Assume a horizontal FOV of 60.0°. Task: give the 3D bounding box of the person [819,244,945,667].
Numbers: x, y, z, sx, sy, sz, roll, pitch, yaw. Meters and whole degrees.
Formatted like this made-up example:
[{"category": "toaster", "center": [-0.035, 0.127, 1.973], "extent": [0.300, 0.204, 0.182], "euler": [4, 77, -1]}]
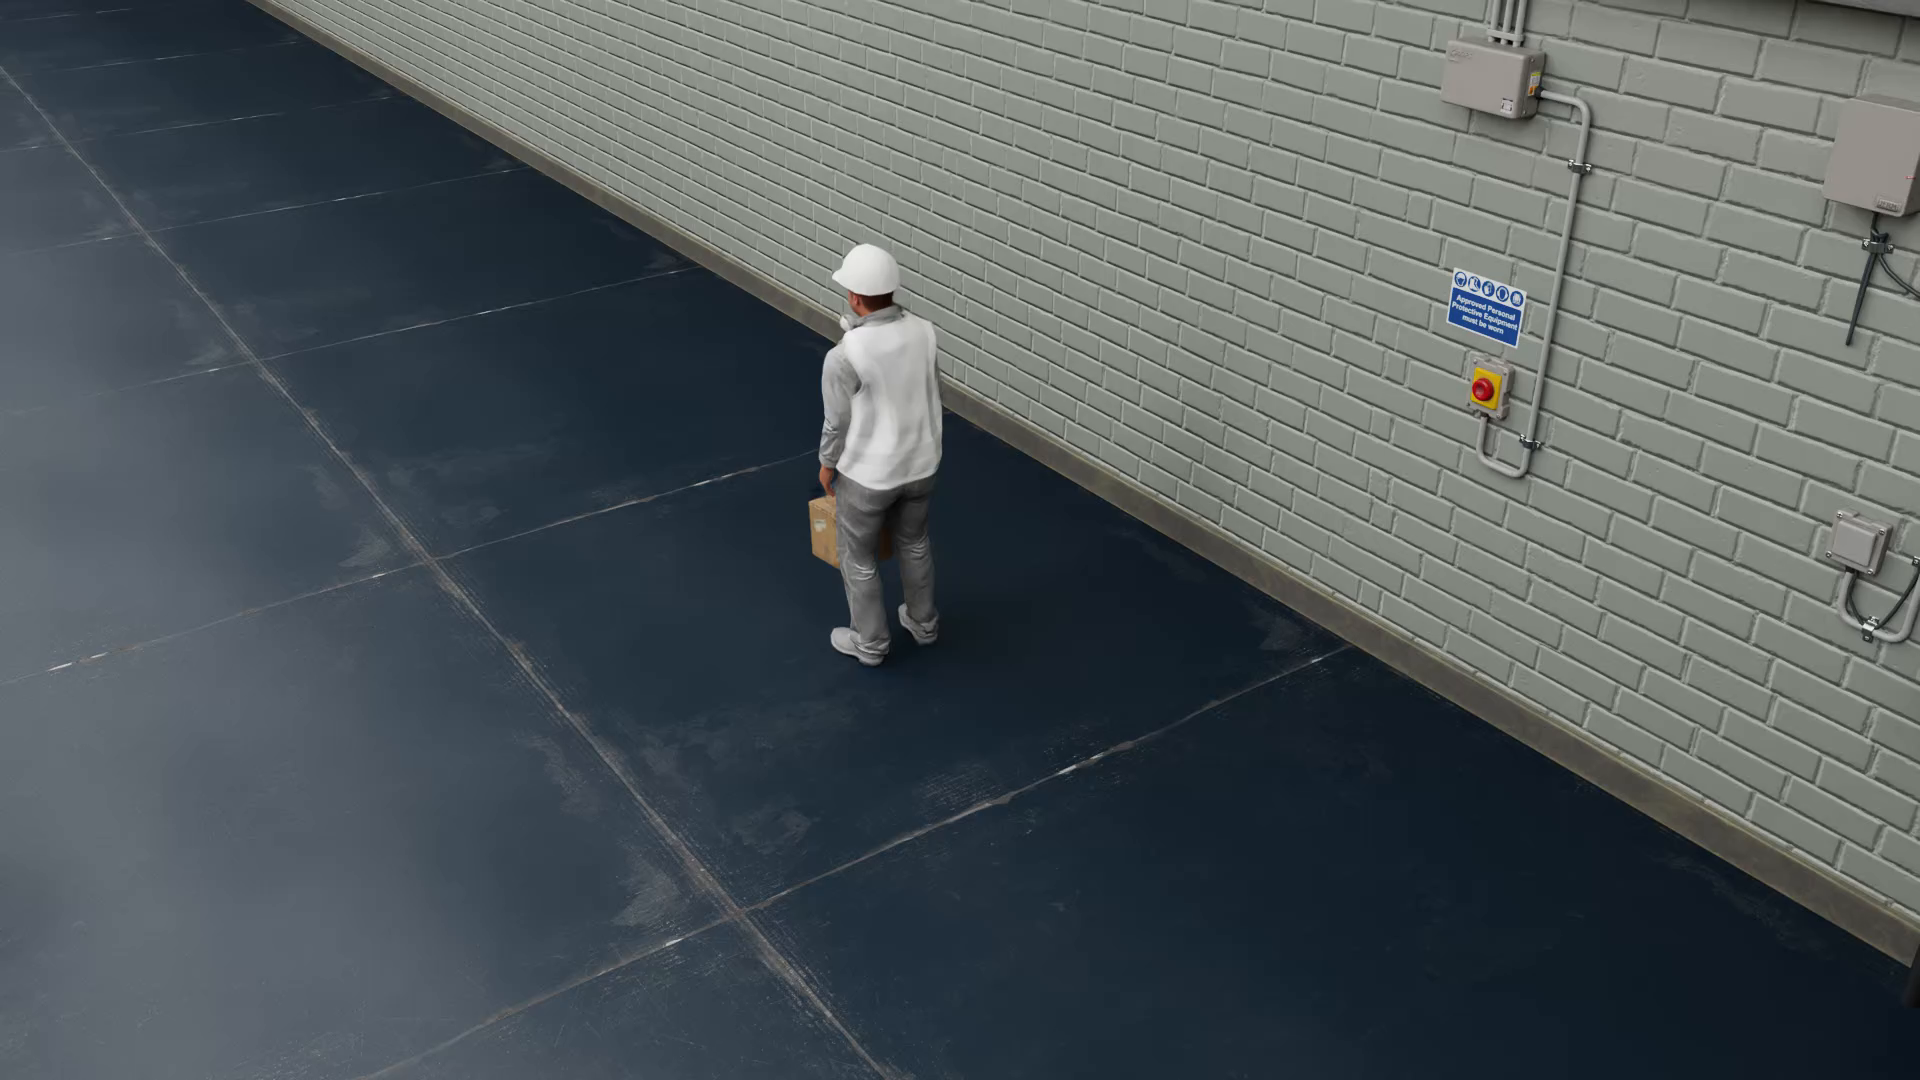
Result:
[{"category": "person", "center": [-0.306, -0.318, 6.680], "extent": [0.561, 1.775, 0.435], "euler": [-20, 34, -32]}]
